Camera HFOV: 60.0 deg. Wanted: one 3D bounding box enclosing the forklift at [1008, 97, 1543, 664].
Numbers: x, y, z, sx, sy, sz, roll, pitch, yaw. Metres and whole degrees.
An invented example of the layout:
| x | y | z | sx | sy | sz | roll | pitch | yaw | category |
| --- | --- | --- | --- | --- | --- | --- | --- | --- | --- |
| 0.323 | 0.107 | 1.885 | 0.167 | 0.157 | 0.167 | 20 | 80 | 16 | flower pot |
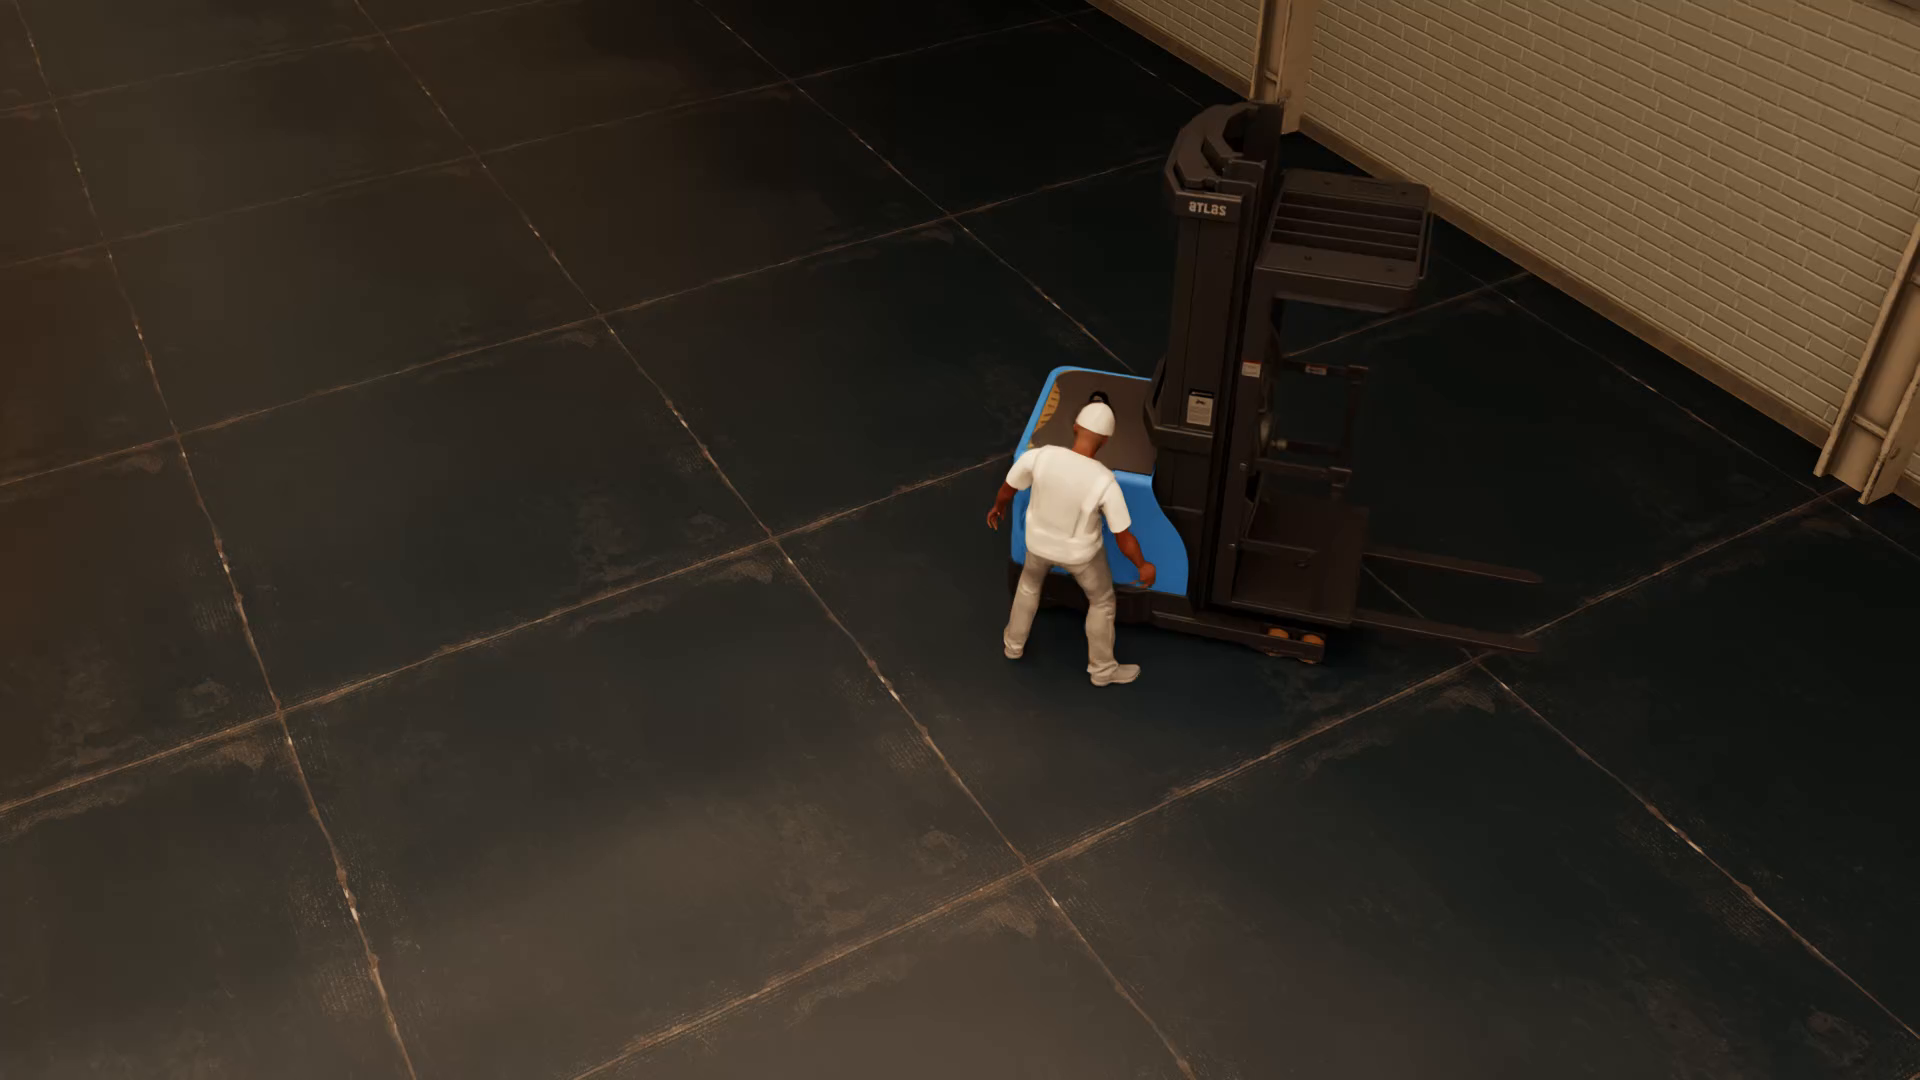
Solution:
| x | y | z | sx | sy | sz | roll | pitch | yaw | category |
| --- | --- | --- | --- | --- | --- | --- | --- | --- | --- |
| 1.861 | -0.803 | 9.005 | 3.031 | 2.935 | 1.130 | 10 | 41 | 12 | forklift |

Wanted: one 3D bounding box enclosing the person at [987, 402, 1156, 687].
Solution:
| x | y | z | sx | sy | sz | roll | pitch | yaw | category |
| --- | --- | --- | --- | --- | --- | --- | --- | --- | --- |
| 0.613 | -0.008 | 9.016 | 0.973 | 1.718 | 0.437 | 18 | 43 | 20 | person |
